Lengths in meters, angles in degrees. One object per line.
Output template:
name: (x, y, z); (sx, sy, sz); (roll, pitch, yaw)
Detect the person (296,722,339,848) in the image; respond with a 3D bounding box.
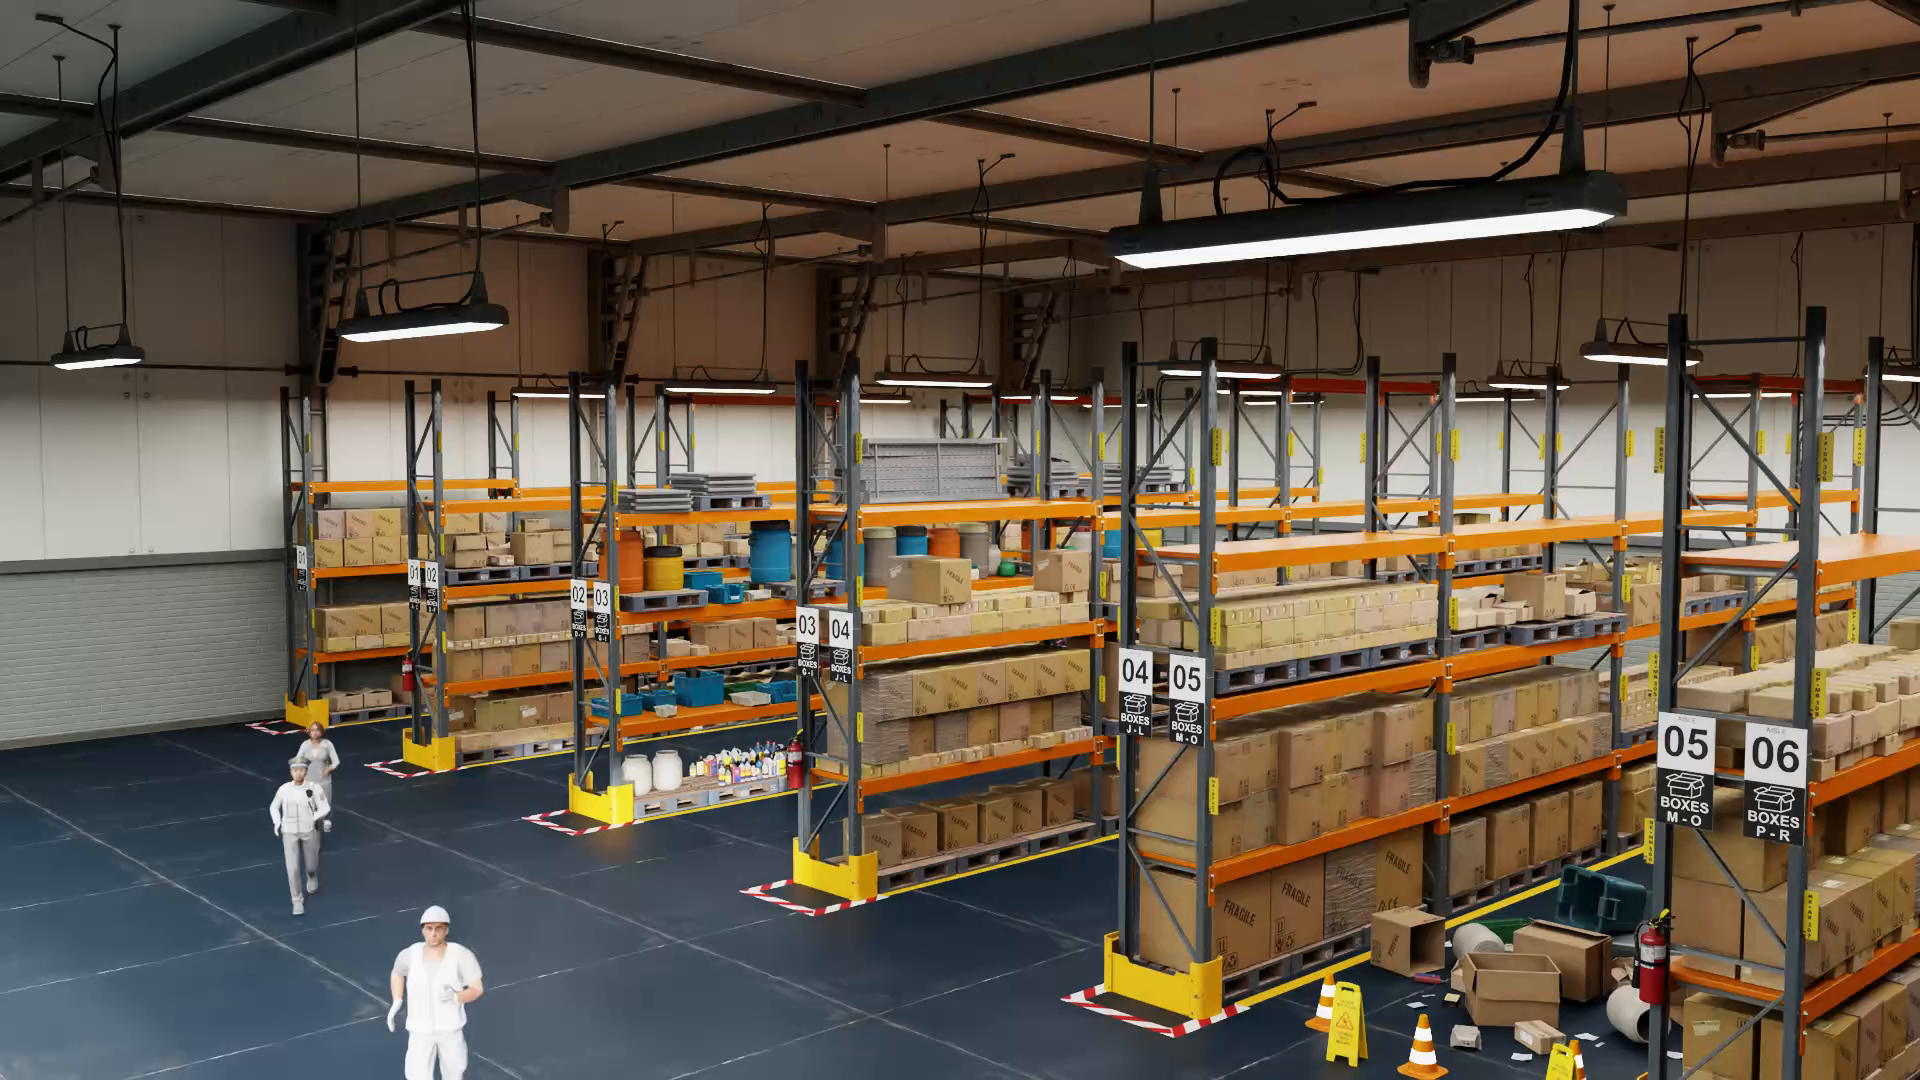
person: (-8.080, 3.051, 20.881); (0.542, 1.552, 0.680); (-1, 4, -15)

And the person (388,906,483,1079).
person: (-3.716, 3.483, 11.796); (0.659, 1.787, 0.980); (-1, 4, -13)

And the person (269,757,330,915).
person: (-7.187, 3.177, 18.102); (0.625, 1.655, 0.767); (-1, 4, -17)
